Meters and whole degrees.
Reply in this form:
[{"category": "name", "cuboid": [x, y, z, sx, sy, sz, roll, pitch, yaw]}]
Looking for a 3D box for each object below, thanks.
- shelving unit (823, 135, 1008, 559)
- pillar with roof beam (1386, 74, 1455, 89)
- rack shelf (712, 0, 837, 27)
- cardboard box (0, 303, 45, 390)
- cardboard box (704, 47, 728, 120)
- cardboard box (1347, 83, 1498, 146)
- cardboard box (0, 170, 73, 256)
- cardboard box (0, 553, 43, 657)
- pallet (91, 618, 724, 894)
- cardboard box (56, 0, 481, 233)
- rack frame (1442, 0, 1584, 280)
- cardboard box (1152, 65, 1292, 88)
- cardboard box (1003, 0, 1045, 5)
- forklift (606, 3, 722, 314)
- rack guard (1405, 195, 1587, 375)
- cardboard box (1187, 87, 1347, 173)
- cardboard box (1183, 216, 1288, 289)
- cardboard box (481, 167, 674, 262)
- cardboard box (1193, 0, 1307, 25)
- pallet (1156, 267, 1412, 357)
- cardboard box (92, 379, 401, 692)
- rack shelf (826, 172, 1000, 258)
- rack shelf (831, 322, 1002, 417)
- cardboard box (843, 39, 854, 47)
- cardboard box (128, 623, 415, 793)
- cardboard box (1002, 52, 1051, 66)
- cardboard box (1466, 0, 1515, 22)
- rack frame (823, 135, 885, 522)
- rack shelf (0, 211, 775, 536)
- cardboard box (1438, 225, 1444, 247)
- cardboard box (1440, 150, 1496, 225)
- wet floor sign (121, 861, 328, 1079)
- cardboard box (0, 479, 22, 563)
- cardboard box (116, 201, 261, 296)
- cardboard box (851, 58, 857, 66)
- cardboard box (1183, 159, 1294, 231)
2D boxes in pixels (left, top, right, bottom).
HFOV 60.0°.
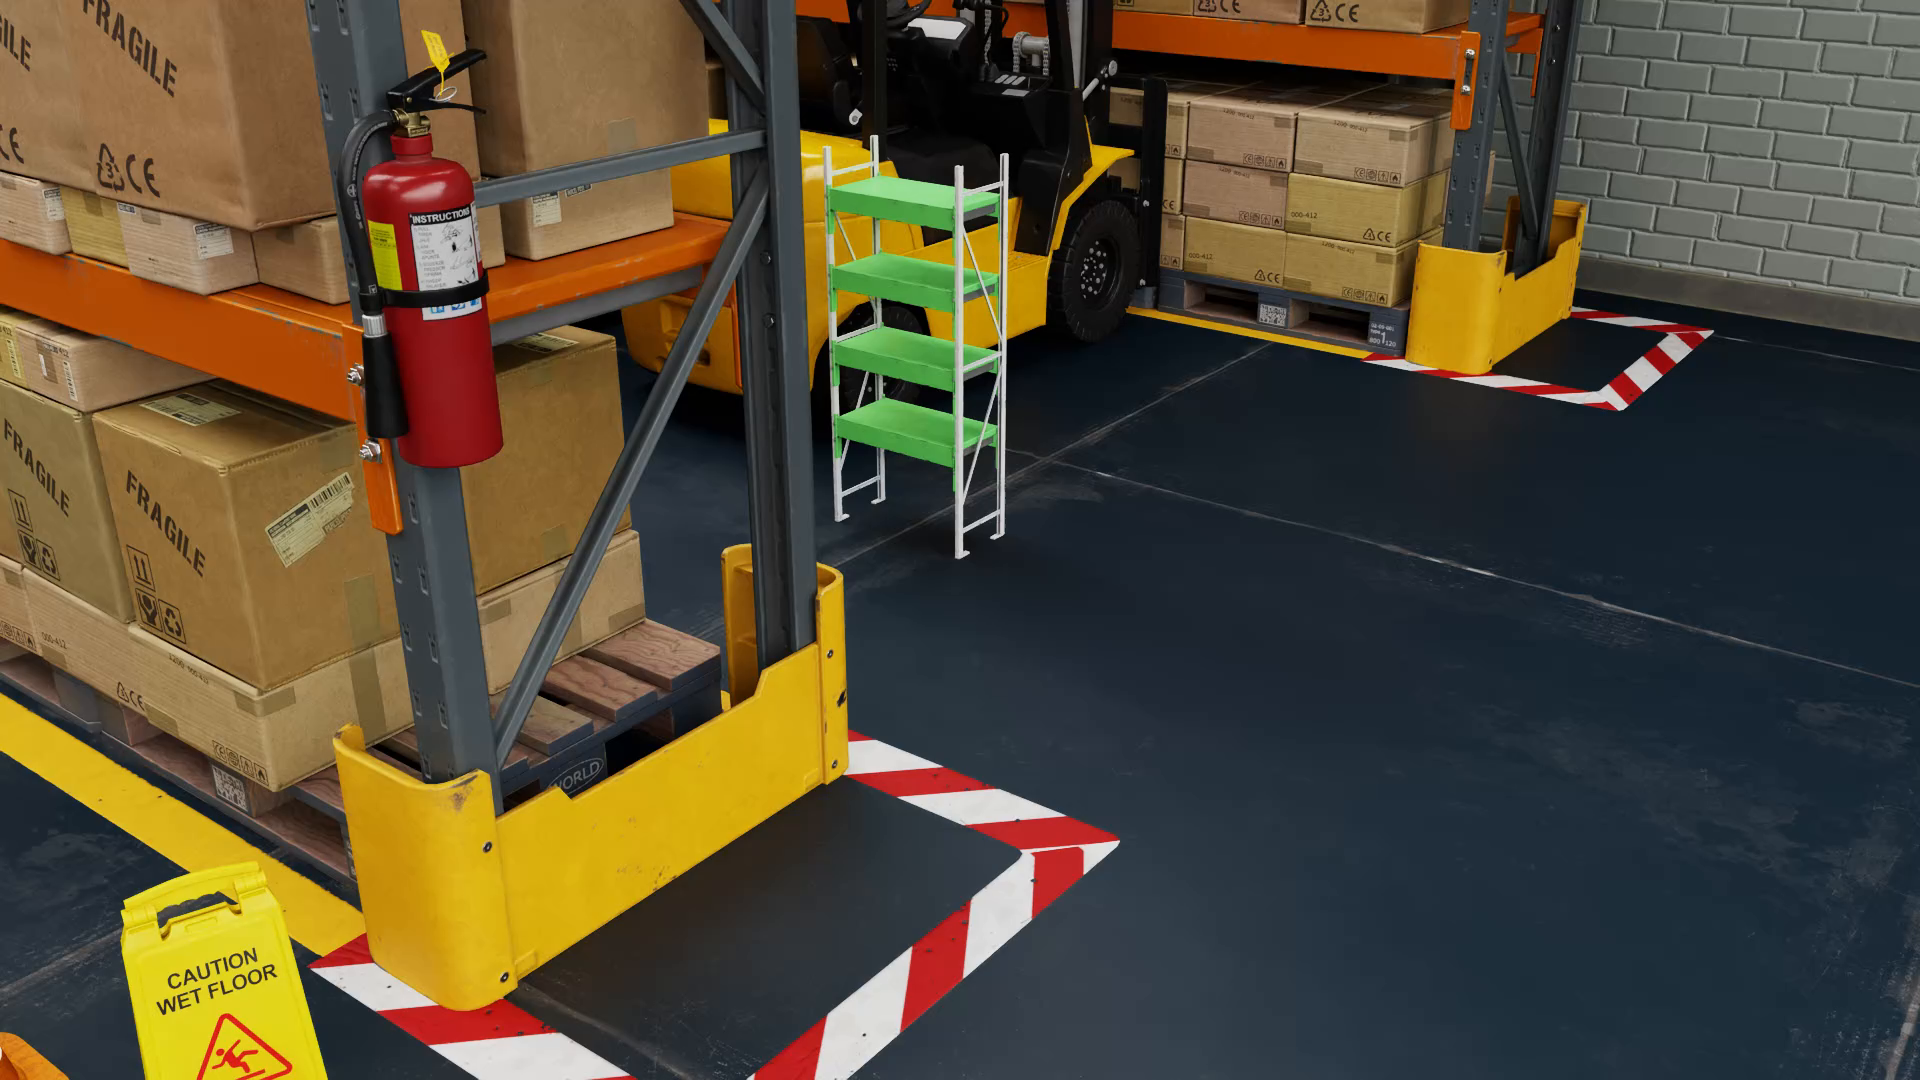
[{"category": "shelving unit", "cuboid": [-0.132, -0.589, 5.099, 0.503, 1.200, 0.258, 17, 29, 33]}, {"category": "pillar with roof beam", "cuboid": [-0.294, -4.086, 3.364, 0.400, 9.000, 9.100, 17, 29, 33]}, {"category": "rack shelf", "cuboid": [-2.497, -3.392, 10.121, 4.000, 0.370, 1.077, 17, 29, 33]}, {"category": "cardboard box", "cuboid": [-2.000, -0.481, 3.776, 0.250, 0.149, 0.380, 17, 29, 34]}, {"category": "cardboard box", "cuboid": [-1.320, -2.466, 9.551, 0.625, 0.625, 0.875, 18, 30, 36]}, {"category": "cardboard box", "cuboid": [2.034, -1.839, 7.354, 0.500, 0.250, 0.500, 16, 29, 33]}, {"category": "cardboard box", "cuboid": [-1.783, -0.722, 3.479, 0.250, 0.149, 0.380, 17, 29, 34]}, {"category": "cardboard box", "cuboid": [-2.309, 0.037, 4.336, 0.500, 0.250, 0.500, 16, 28, 31]}, {"category": "pallet", "cuboid": [-1.359, 0.382, 4.122, 1.213, 0.211, 1.003, 17, 29, 33]}, {"category": "cardboard box", "cuboid": [-1.269, -0.893, 3.063, 0.500, 0.500, 0.500, 16, 29, 32]}, {"category": "rack frame", "cuboid": [2.305, -2.271, 6.683, 0.127, 3.000, 1.000, 17, 29, 33]}, {"category": "cardboard box", "cuboid": [1.238, -2.083, 7.908, 0.500, 0.250, 0.500, 17, 29, 33]}, {"category": "cardboard box", "cuboid": [0.525, -2.721, 7.581, 0.500, 0.500, 0.500, 17, 29, 34]}, {"category": "forklift", "cuboid": [-1.483, -2.577, 7.464, 3.031, 2.935, 1.130, -17, 29, -33]}, {"category": "rack guard", "cuboid": [2.324, -1.121, 7.174, 0.348, 0.500, 1.175, 17, 29, 33]}, {"category": "cardboard box", "cuboid": [1.337, -1.794, 7.252, 0.500, 0.250, 0.500, 17, 29, 34]}, {"category": "cardboard box", "cuboid": [1.347, -1.340, 7.460, 0.500, 0.250, 0.500, 17, 29, 33]}, {"category": "cardboard box", "cuboid": [-0.817, -0.702, 3.435, 0.250, 0.149, 0.380, 17, 29, 33]}, {"category": "cardboard box", "cuboid": [1.344, -2.479, 7.033, 0.500, 0.500, 0.500, 18, 29, 35]}, {"category": "pallet", "cuboid": [1.668, -1.166, 7.635, 1.213, 0.211, 1.003, 17, 29, 33]}, {"category": "cardboard box", "cuboid": [-1.467, -0.055, 3.614, 0.500, 0.500, 0.500, 17, 29, 34]}, {"category": "rack shelf", "cuboid": [-0.132, -0.970, 4.931, 0.480, 0.148, 0.258, 17, 29, 33]}, {"category": "rack shelf", "cuboid": [-0.132, -0.531, 5.125, 0.480, 0.148, 0.258, 17, 29, 33]}, {"category": "cardboard box", "cuboid": [-0.386, -2.573, 9.018, 0.500, 0.250, 0.500, 17, 29, 34]}, {"category": "cardboard box", "cuboid": [-1.497, 0.283, 3.776, 0.500, 0.250, 0.500, 17, 29, 33]}, {"category": "cardboard box", "cuboid": [0.425, -2.328, 8.464, 0.500, 0.250, 0.500, 17, 29, 34]}, {"category": "cardboard box", "cuboid": [2.075, -2.526, 7.138, 0.500, 0.500, 0.500, 18, 29, 35]}, {"category": "rack frame", "cuboid": [-0.328, -0.648, 5.233, 0.015, 1.200, 0.240, 17, 29, 33]}, {"category": "rack shelf", "cuboid": [-2.270, -0.823, 4.289, 4.000, 0.370, 1.077, 17, 29, 33]}, {"category": "cardboard box", "cuboid": [2.029, -1.386, 7.566, 0.500, 0.250, 0.500, 17, 29, 34]}, {"category": "cardboard box", "cuboid": [2.053, -1.614, 7.462, 0.500, 0.250, 0.500, 17, 29, 34]}, {"category": "wet floor sign", "cuboid": [-1.159, 0.800, 2.634, 0.267, 0.644, 0.232, -15, 28, -30]}, {"category": "cardboard box", "cuboid": [-2.286, -0.304, 4.180, 0.500, 0.500, 0.500, 16, 28, 32]}, {"category": "cardboard box", "cuboid": [-1.366, -0.600, 3.204, 0.250, 0.149, 0.380, 16, 29, 33]}, {"category": "cardboard box", "cuboid": [-0.294, -2.284, 8.364, 0.500, 0.250, 0.500, 17, 29, 33]}, {"category": "cardboard box", "cuboid": [1.333, -1.575, 7.374, 0.500, 0.250, 0.500, 16, 29, 33]}]
